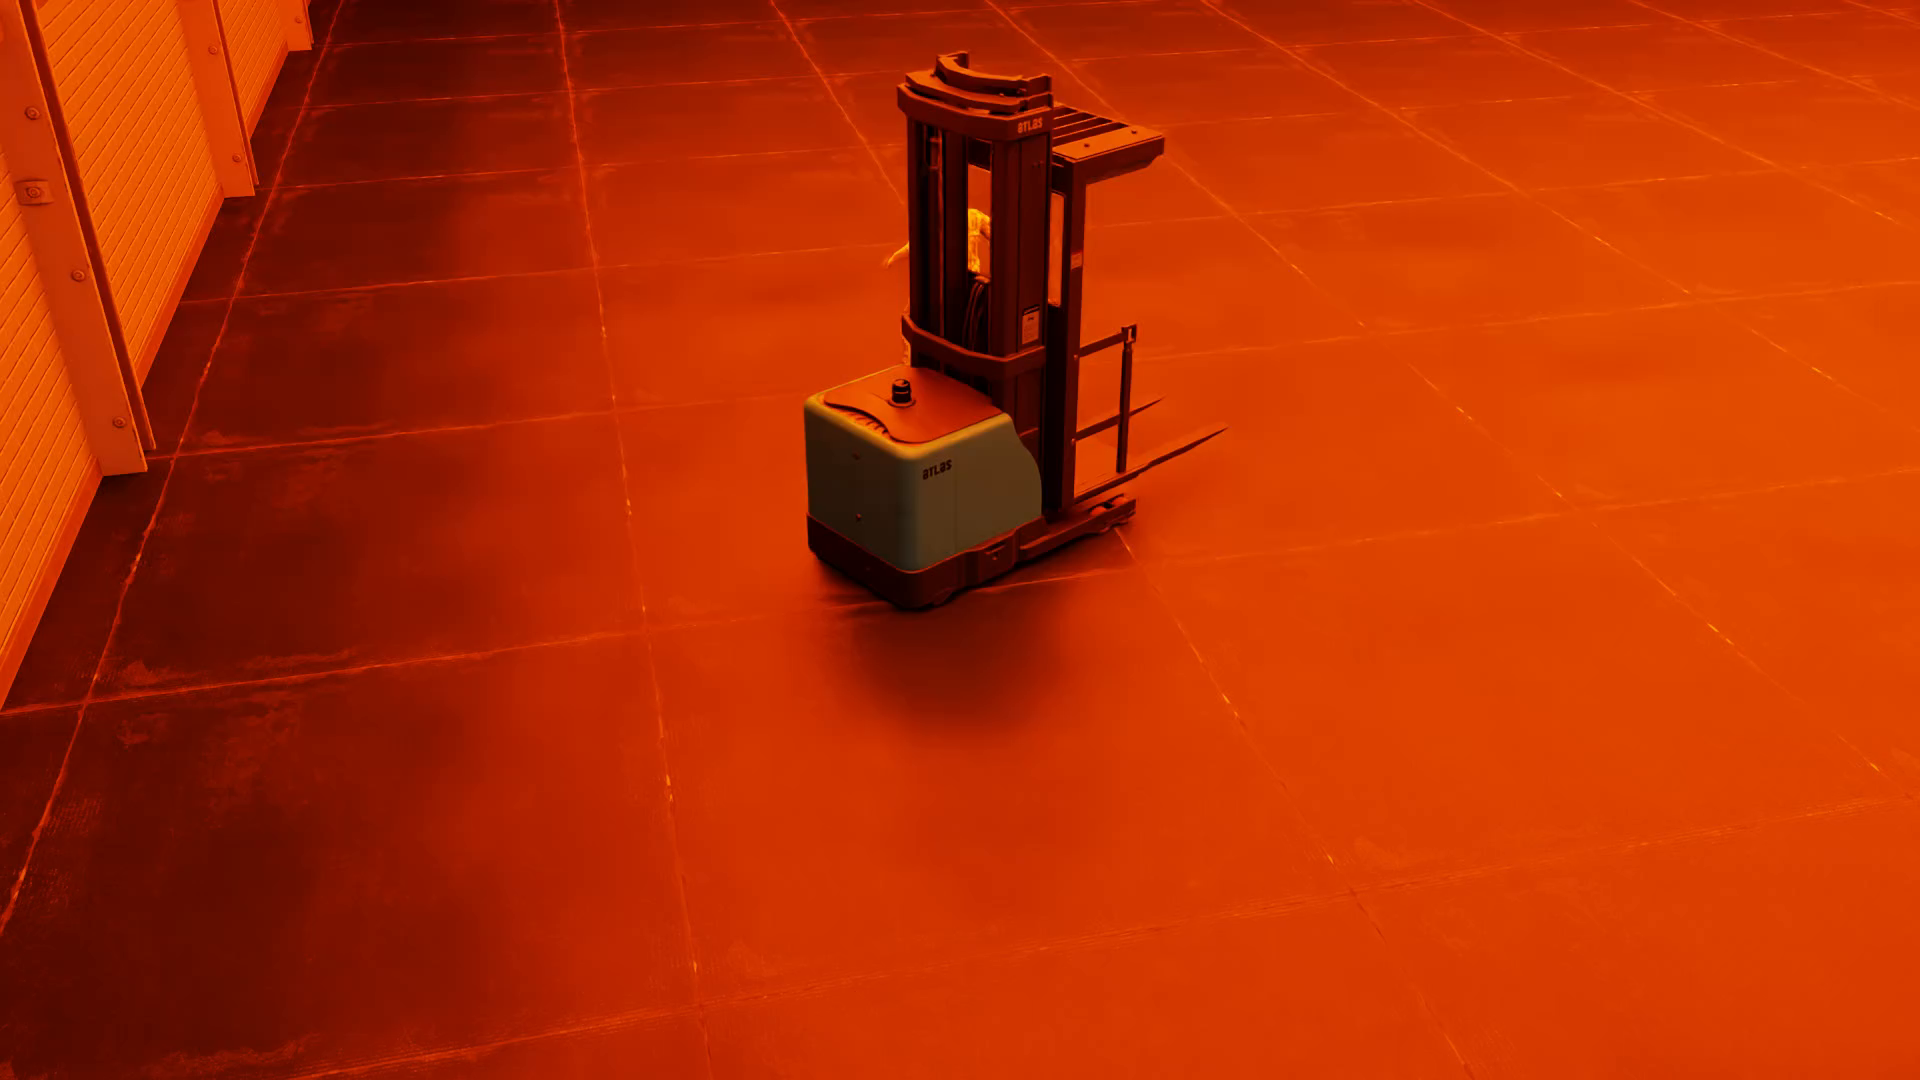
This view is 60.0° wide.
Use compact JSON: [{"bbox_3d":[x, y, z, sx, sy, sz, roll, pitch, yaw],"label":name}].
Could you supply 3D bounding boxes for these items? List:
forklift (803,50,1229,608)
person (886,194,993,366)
[{"bbox_3d":[0.495,-1.488,10.144,3.031,2.935,1.130,-24,38,-35],"label":"forklift"},{"bbox_3d":[-0.004,-1.926,12.406,1.098,1.589,0.522,-14,33,-23],"label":"person"}]
